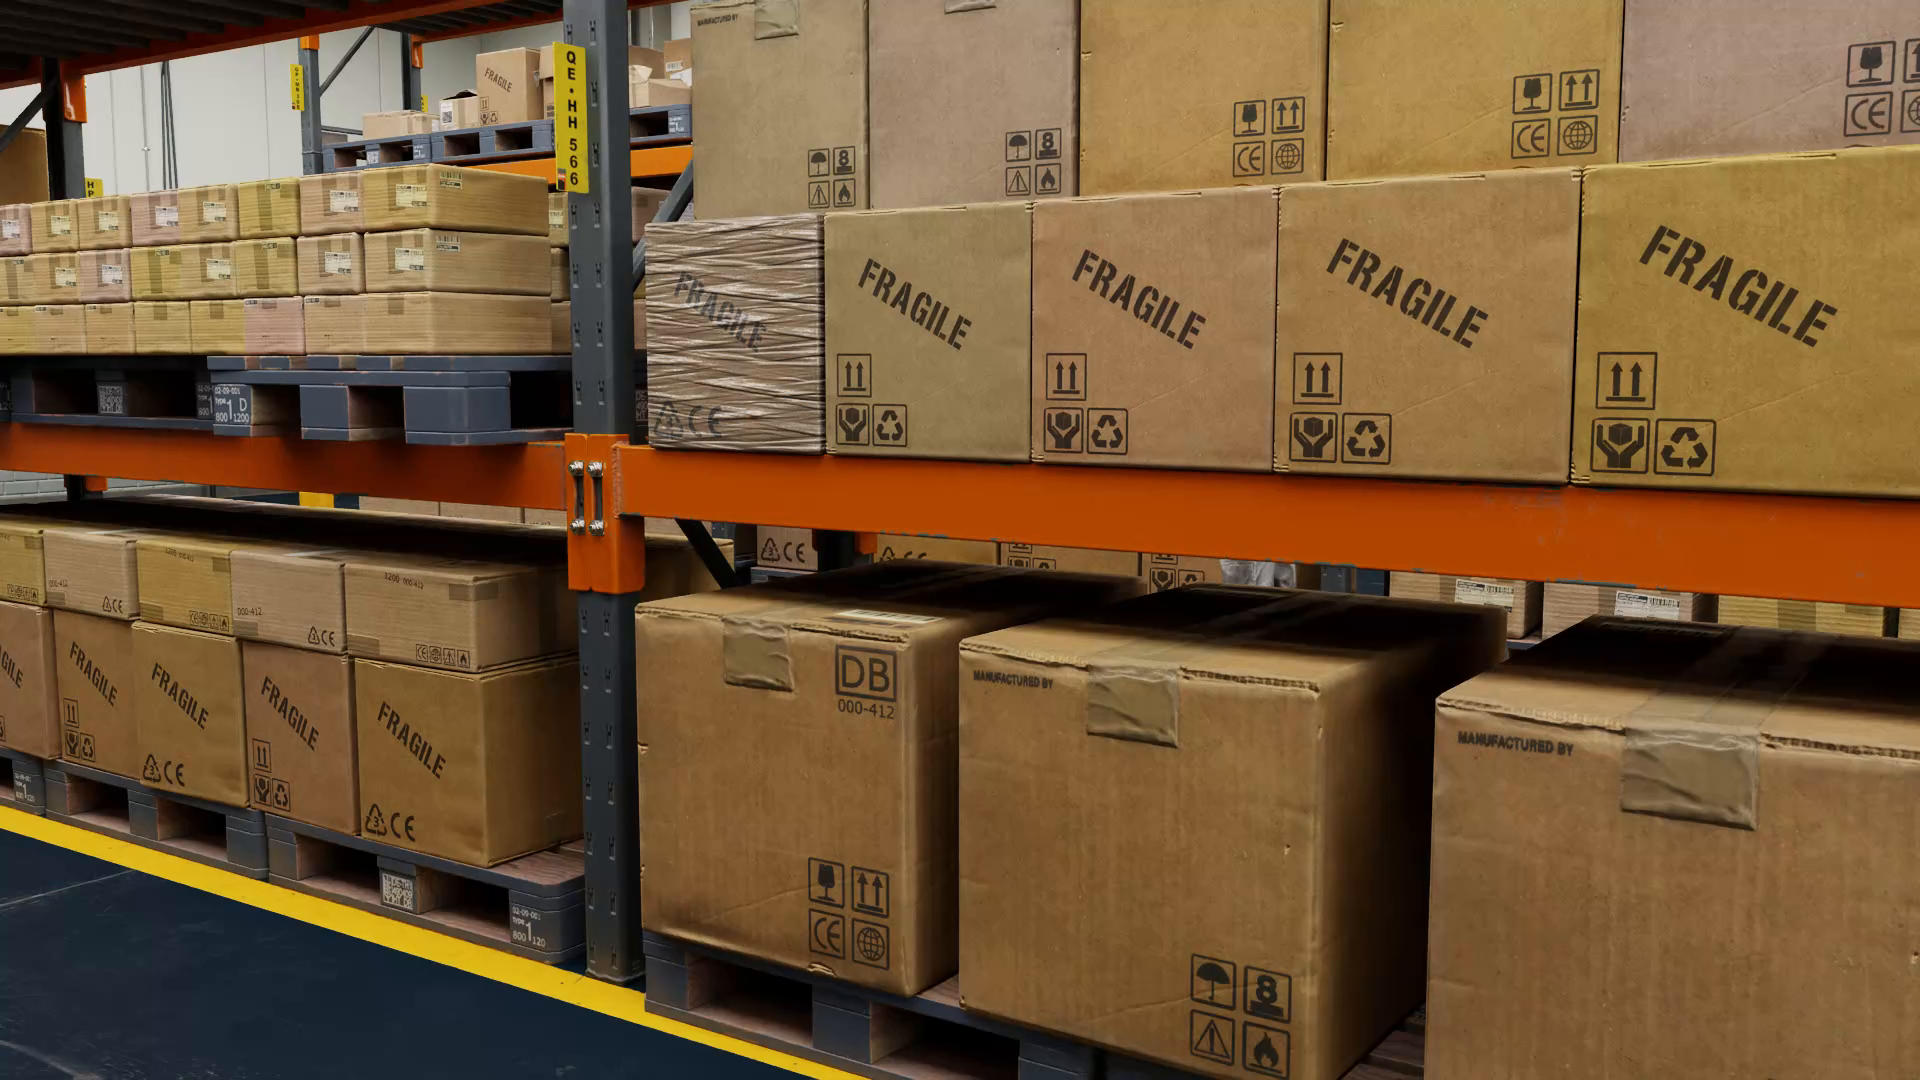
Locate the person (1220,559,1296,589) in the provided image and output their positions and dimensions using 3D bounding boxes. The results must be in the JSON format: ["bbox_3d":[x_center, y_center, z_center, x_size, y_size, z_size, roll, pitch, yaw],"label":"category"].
[{"bbox_3d":[1.207,-0.103,6.627,0.452,1.773,0.625,4,7,30],"label":"person"}]
